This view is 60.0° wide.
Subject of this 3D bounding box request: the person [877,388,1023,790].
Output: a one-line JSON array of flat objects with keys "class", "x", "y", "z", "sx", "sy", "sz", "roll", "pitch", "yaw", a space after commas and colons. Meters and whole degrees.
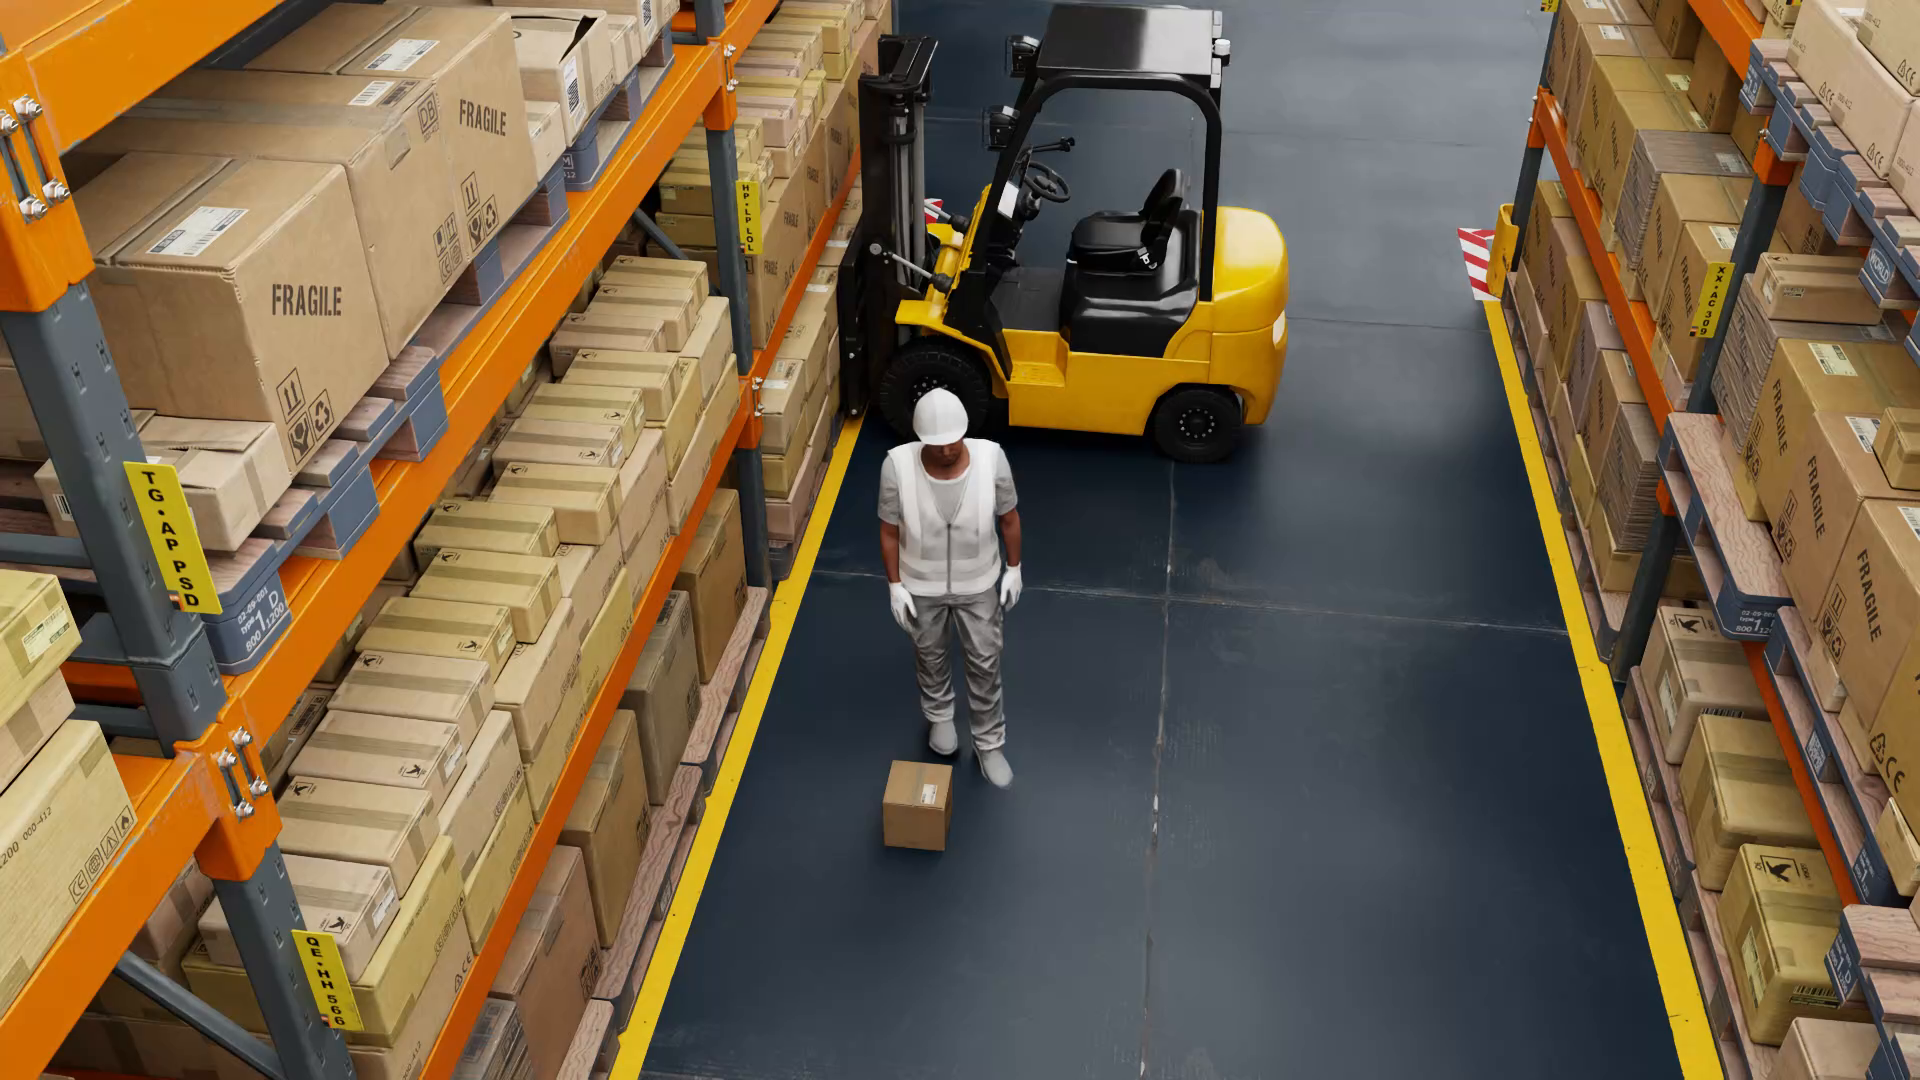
[{"class": "person", "x": -0.030, "y": 0.203, "z": 6.735, "sx": 0.585, "sy": 1.813, "sz": 0.493, "roll": -2, "pitch": 36, "yaw": -3}]
